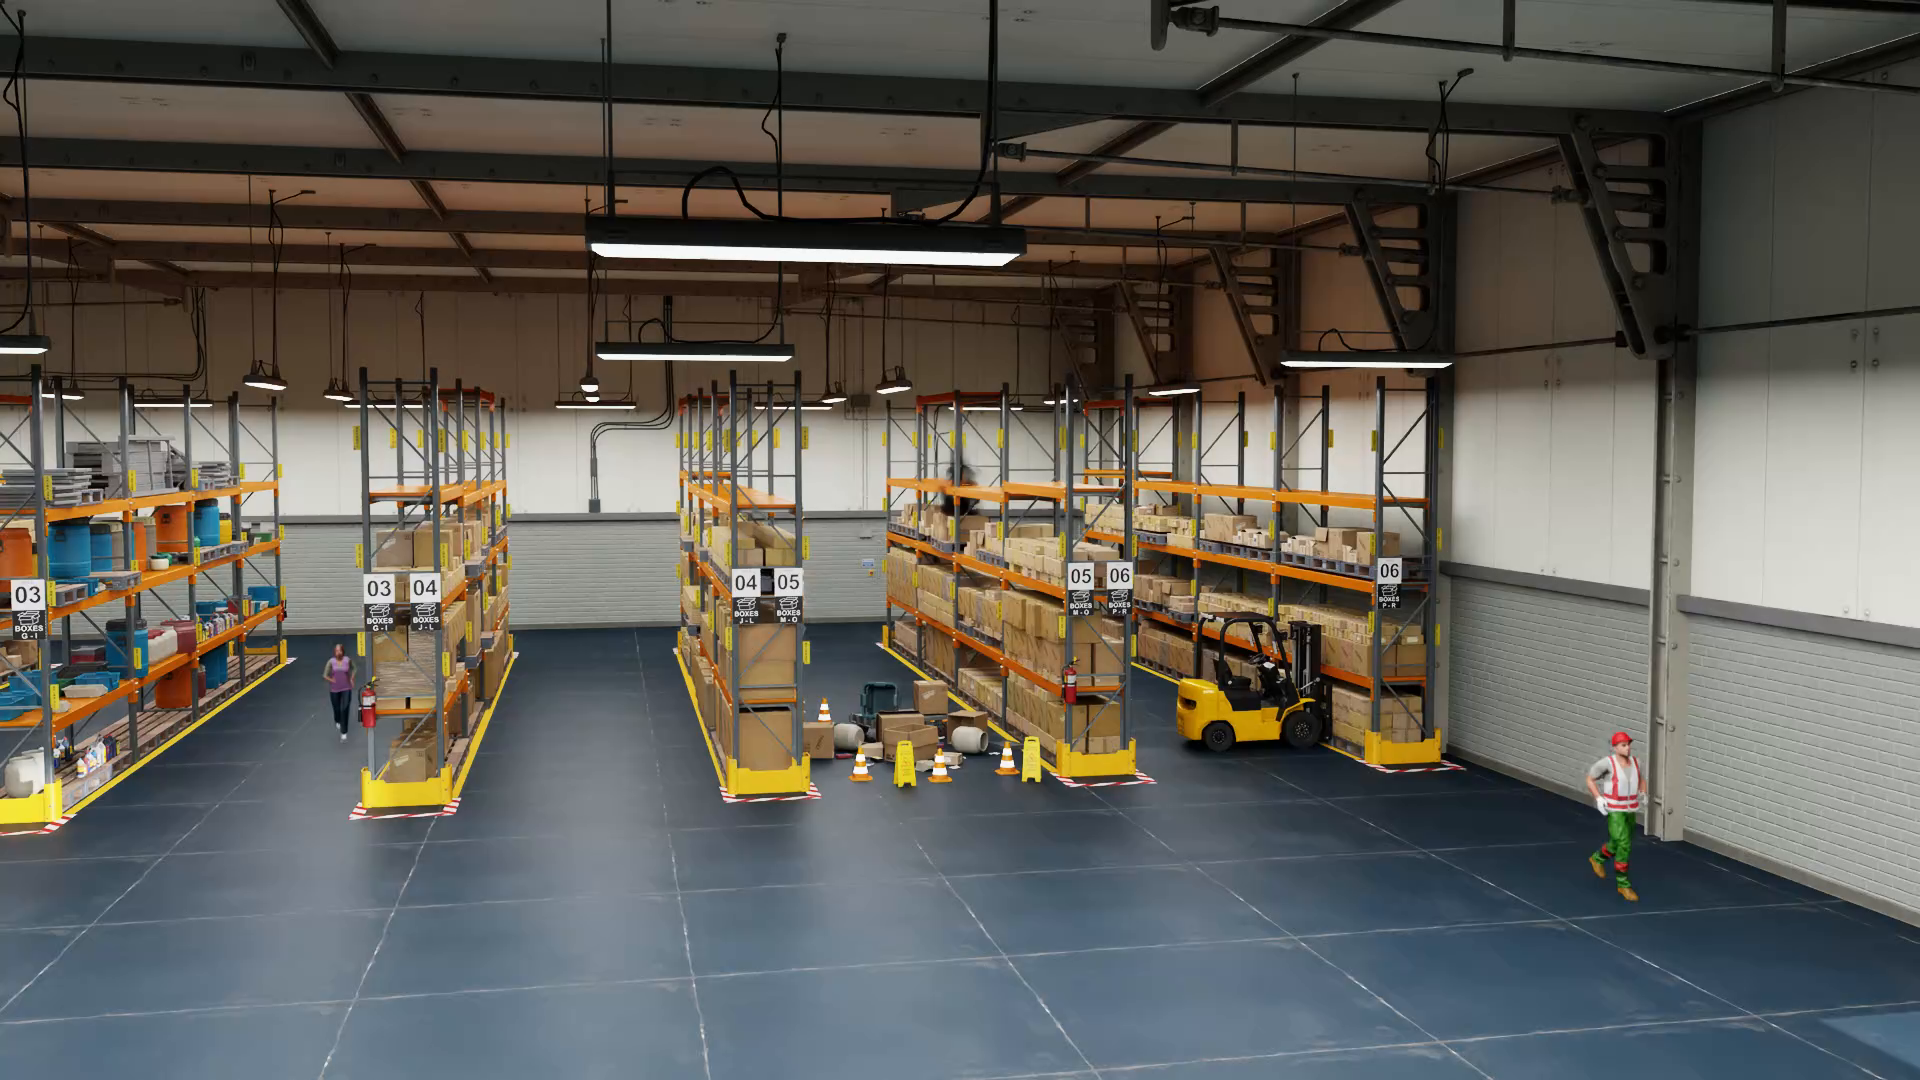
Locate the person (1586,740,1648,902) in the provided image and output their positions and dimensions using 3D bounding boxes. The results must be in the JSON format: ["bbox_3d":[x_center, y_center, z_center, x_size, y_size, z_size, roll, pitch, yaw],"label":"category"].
[{"bbox_3d":[7.288,3.028,18.440,0.652,1.757,0.867,-1,4,-16],"label":"person"}]

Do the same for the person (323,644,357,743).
[{"bbox_3d":[-10.389,2.539,27.848,0.521,1.605,0.877,-1,4,-21],"label":"person"}]
